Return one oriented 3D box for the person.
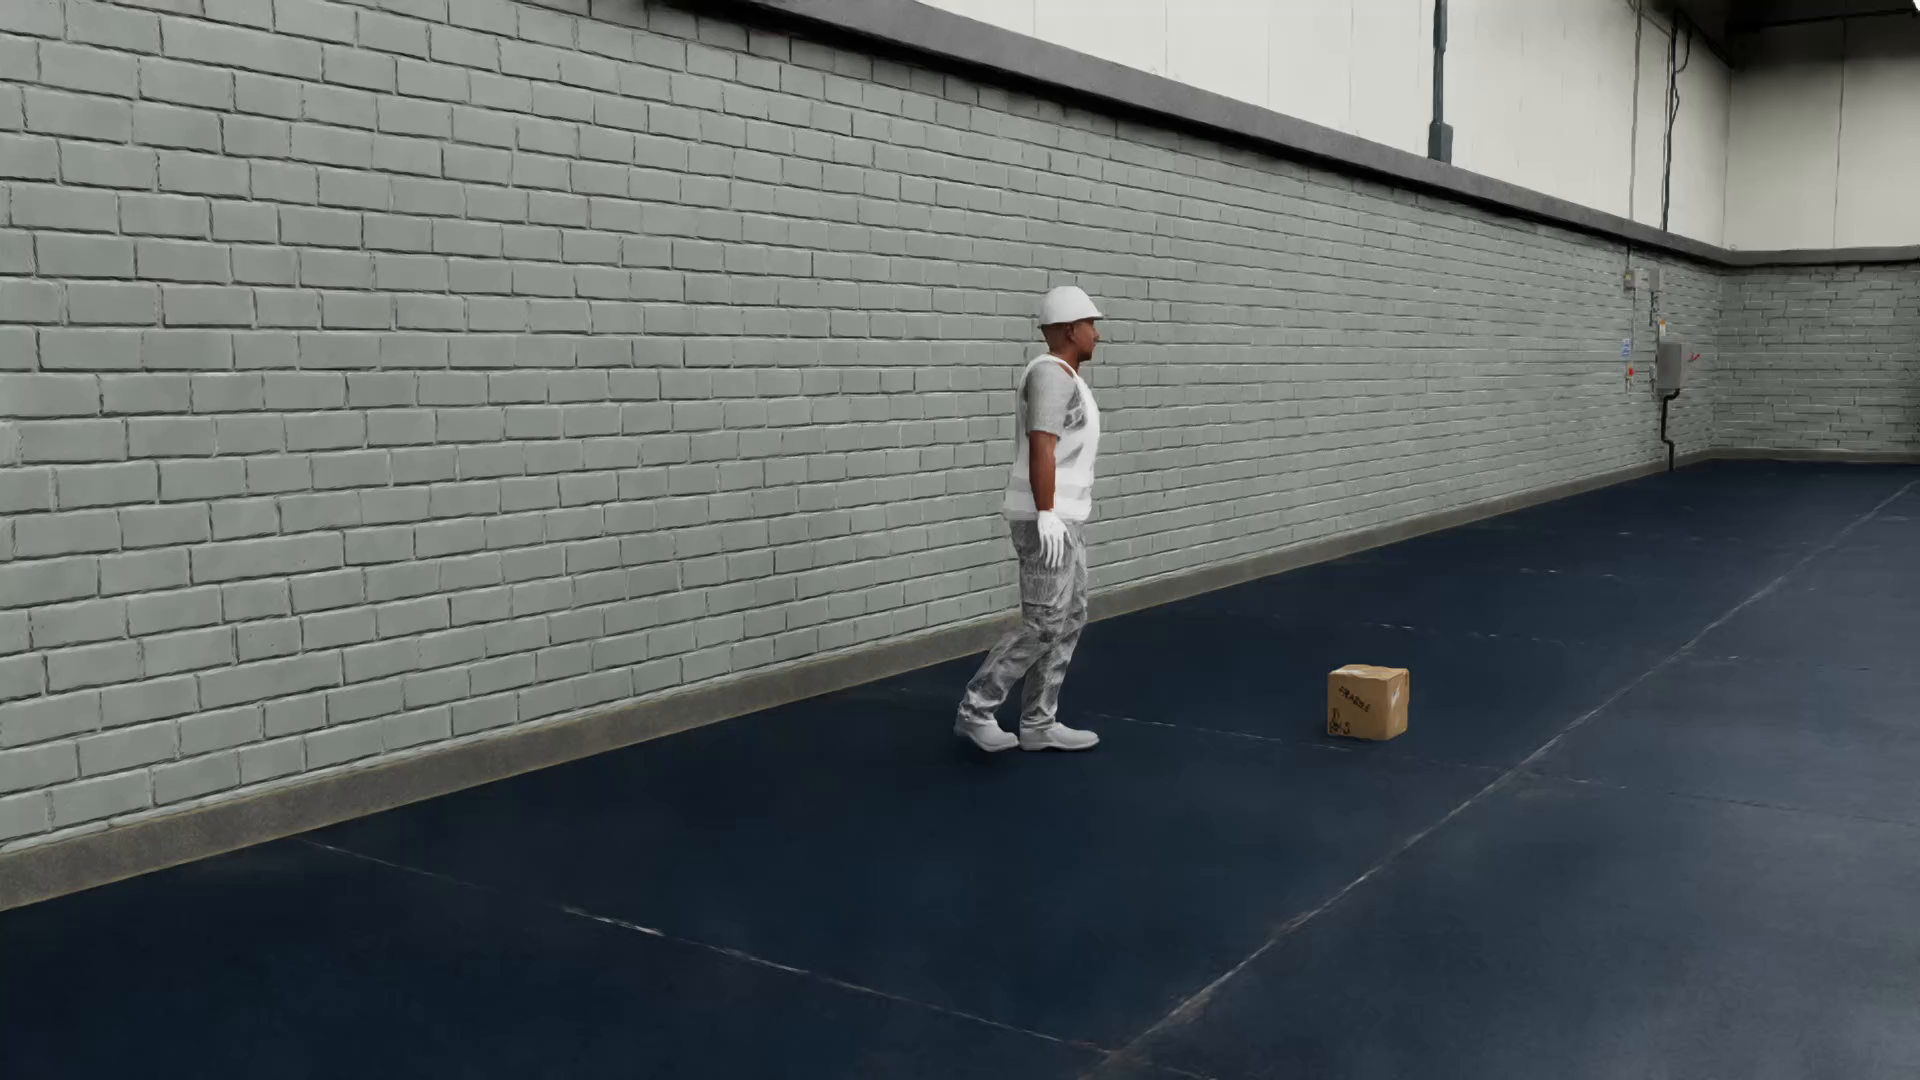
[{"bbox_3d":[0.270,-0.071,6.299,0.573,1.765,0.623,1,6,5],"label":"person"}]
